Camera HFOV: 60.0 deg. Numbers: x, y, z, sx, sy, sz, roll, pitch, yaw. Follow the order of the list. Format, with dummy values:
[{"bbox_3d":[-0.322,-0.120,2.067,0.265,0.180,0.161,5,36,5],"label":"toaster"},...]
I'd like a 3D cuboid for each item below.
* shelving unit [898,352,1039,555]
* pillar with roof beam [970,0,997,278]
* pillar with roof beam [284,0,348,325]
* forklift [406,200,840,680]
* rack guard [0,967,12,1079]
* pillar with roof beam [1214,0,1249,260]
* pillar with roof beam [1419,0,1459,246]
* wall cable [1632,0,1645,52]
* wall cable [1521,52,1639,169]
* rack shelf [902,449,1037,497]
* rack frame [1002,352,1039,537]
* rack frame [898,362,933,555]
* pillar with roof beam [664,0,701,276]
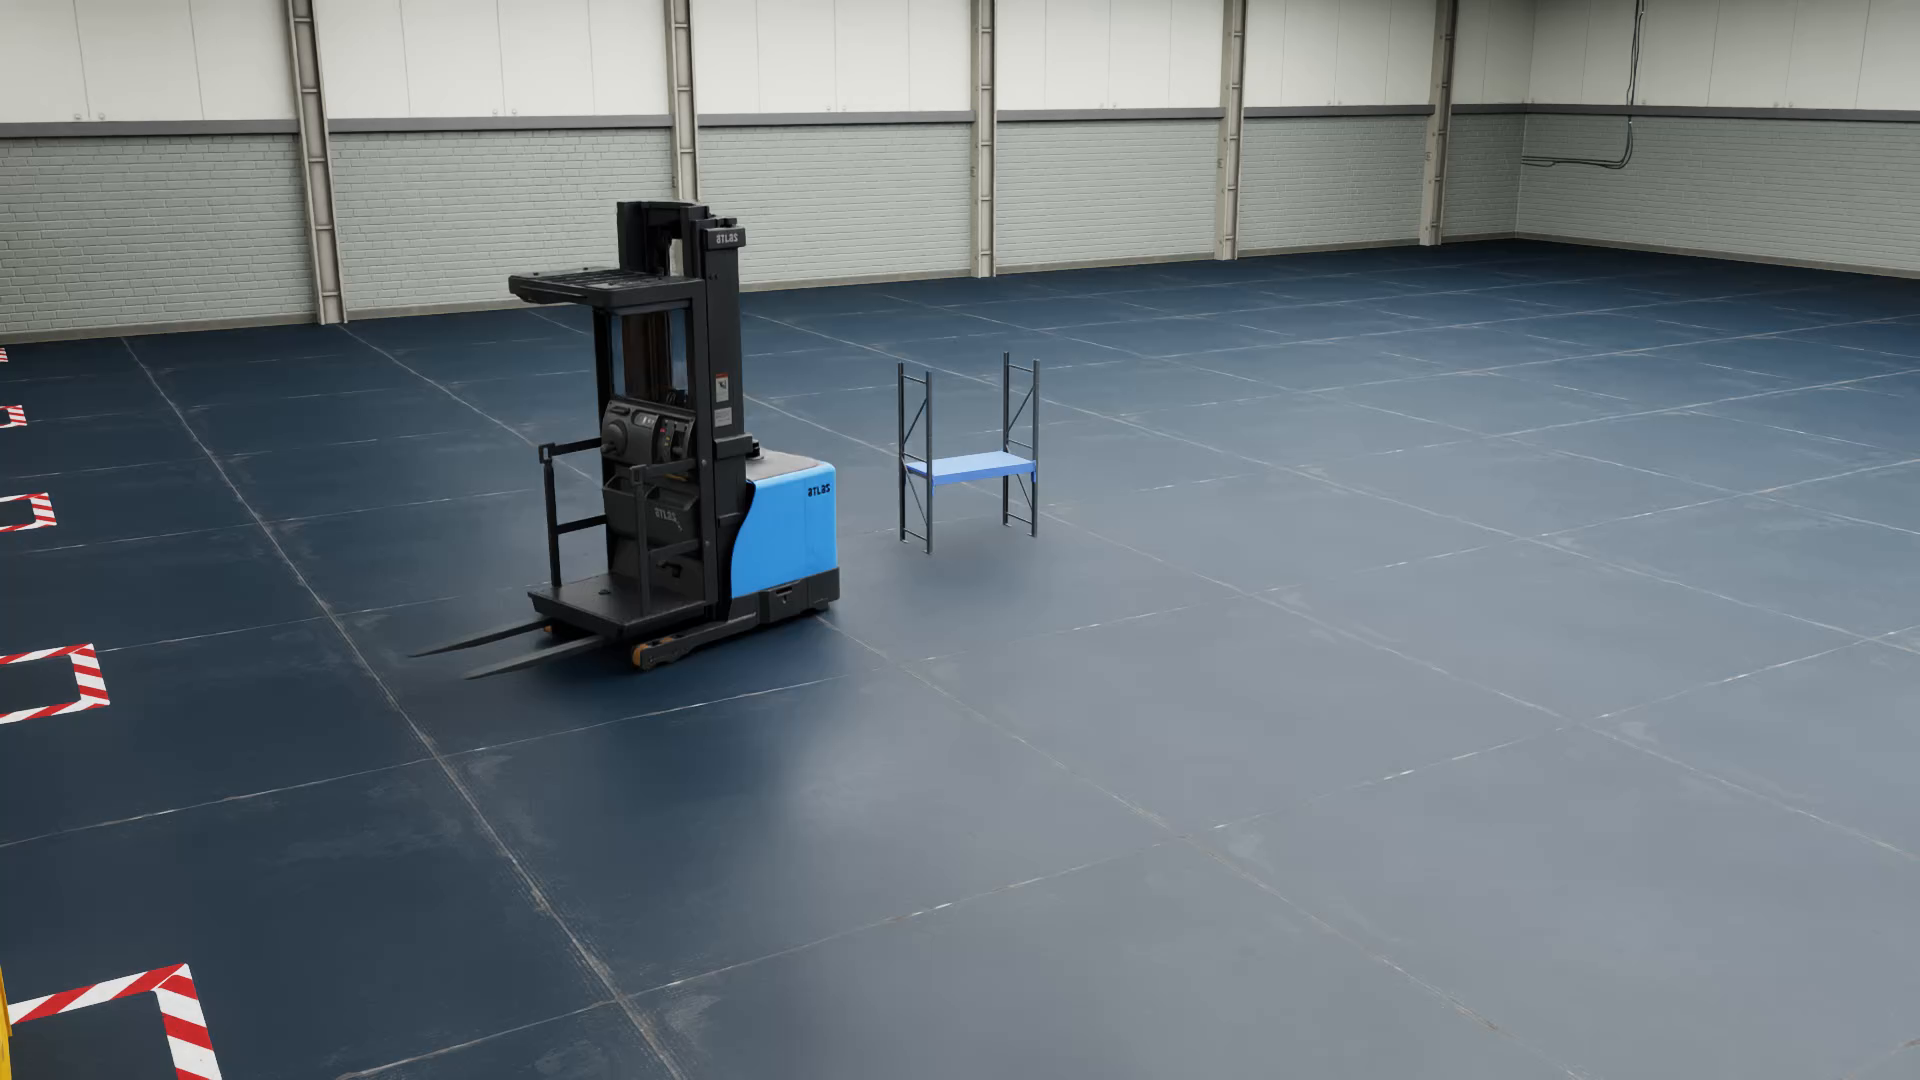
[{"bbox_3d":[0.073,-0.734,13.750,1.048,1.500,0.538,-9,18,-30],"label":"shelving unit"},{"bbox_3d":[2.659,-8.418,27.268,0.400,9.000,9.100,-9,18,-30],"label":"pillar with roof beam"},{"bbox_3d":[-7.627,-6.750,21.318,0.400,9.000,9.100,-9,18,-30],"label":"pillar with roof beam"},{"bbox_3d":[-2.238,-0.715,11.032,1.130,2.935,3.031,14,21,40],"label":"forklift"},{"bbox_3d":[-3.753,1.900,6.205,0.348,0.500,1.175,-9,18,-30],"label":"rack guard"},{"bbox_3d":[7.802,-9.252,30.244,0.400,9.000,9.100,-9,18,-30],"label":"pillar with roof beam"},{"bbox_3d":[12.945,-10.086,33.219,0.400,9.000,9.100,-9,18,-30],"label":"pillar with roof beam"},{"bbox_3d":[15.328,-11.496,34.646,0.112,2.526,3.097,-9,18,-30],"label":"wall cable"},{"bbox_3d":[13.934,-9.691,37.561,0.112,2.526,3.097,-9,18,-30],"label":"wall cable"},{"bbox_3d":[0.073,-0.561,13.798,1.000,0.185,0.538,-9,18,-30],"label":"rack shelf"},{"bbox_3d":[0.509,-0.805,14.002,0.032,1.500,0.500,-9,18,-30],"label":"rack frame"},{"bbox_3d":[-0.363,-0.663,13.498,0.032,1.500,0.500,-9,18,-30],"label":"rack frame"},{"bbox_3d":[-2.484,-7.584,24.293,0.400,9.000,9.100,-9,18,-30],"label":"pillar with roof beam"}]
